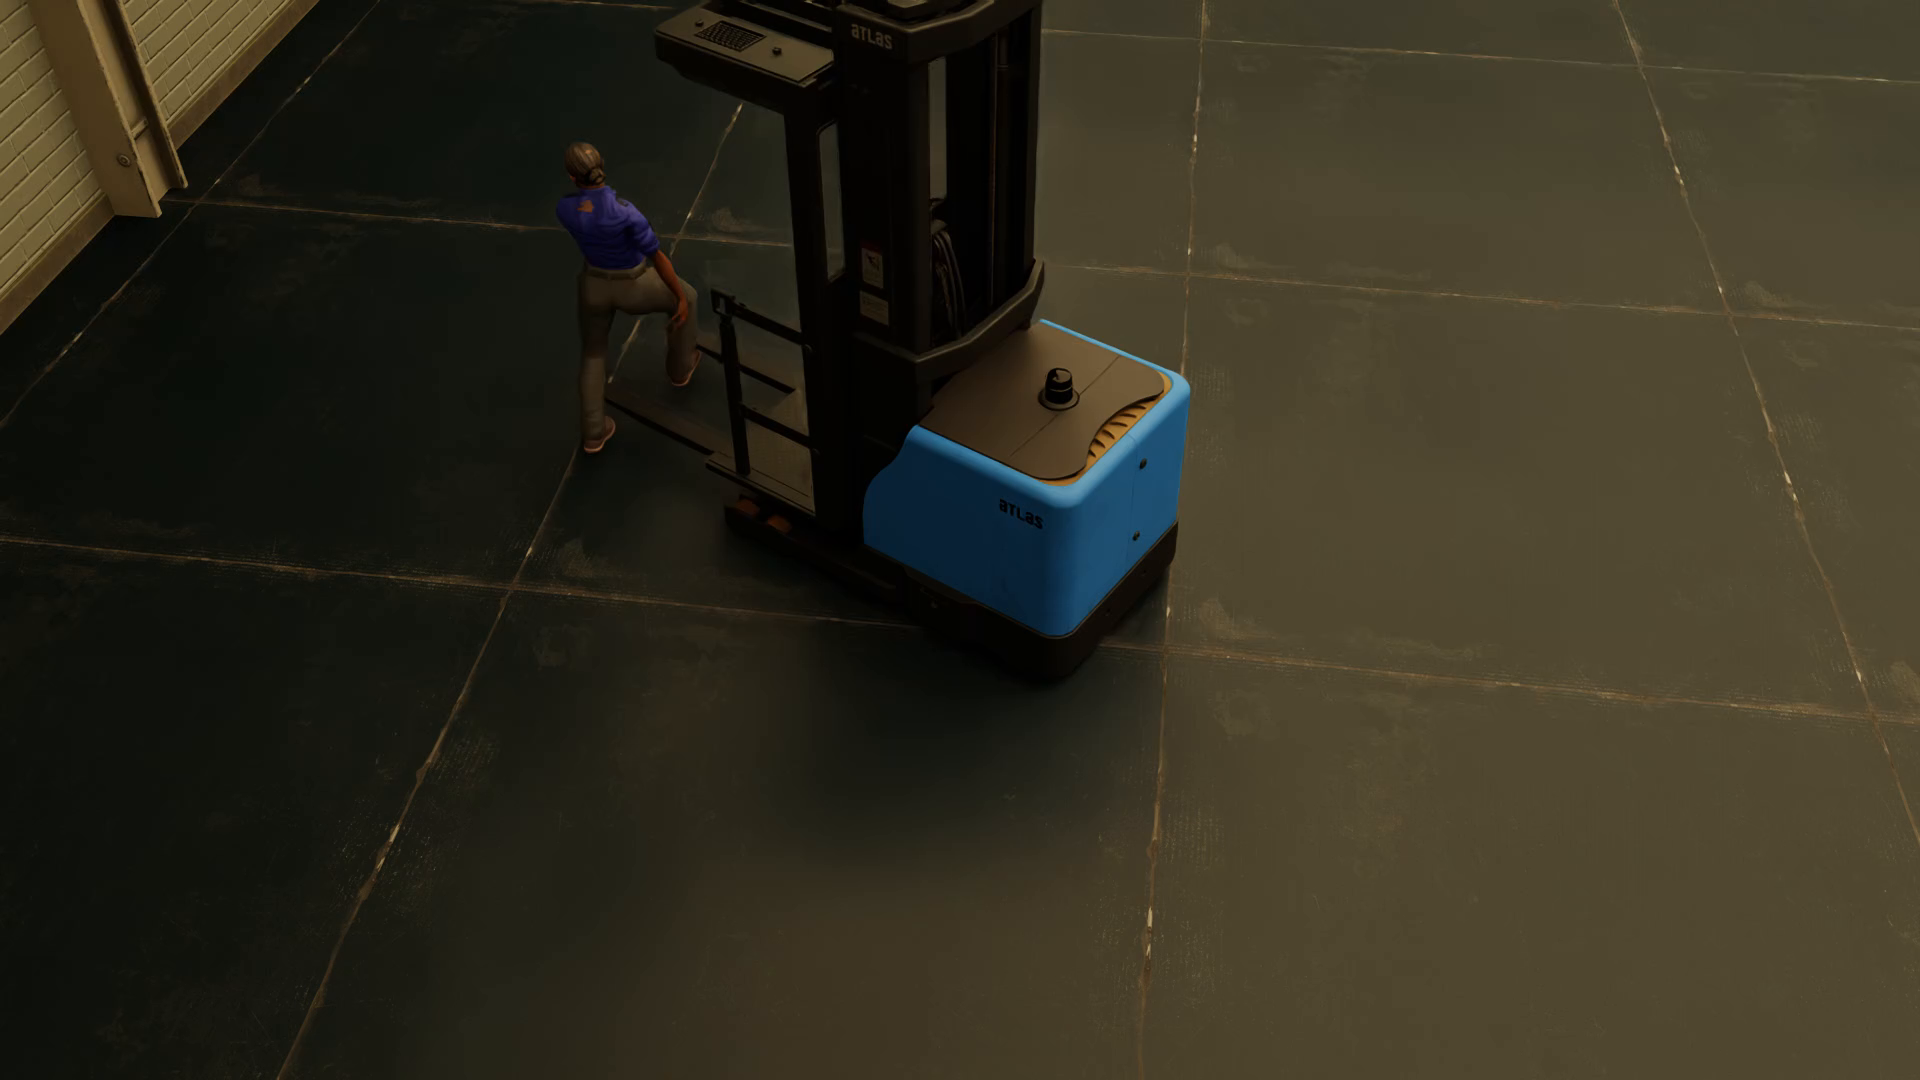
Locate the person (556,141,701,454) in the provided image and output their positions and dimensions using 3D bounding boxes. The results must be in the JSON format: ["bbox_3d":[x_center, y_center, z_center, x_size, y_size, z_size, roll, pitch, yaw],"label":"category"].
[{"bbox_3d":[-1.599,-1.234,8.069,0.599,1.571,0.783,4,43,4],"label":"person"}]

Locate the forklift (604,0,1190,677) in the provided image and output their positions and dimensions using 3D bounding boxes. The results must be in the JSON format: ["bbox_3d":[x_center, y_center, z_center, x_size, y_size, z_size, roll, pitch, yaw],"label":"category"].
[{"bbox_3d":[-0.498,-1.294,7.133,3.031,2.935,1.130,26,49,26],"label":"forklift"}]
